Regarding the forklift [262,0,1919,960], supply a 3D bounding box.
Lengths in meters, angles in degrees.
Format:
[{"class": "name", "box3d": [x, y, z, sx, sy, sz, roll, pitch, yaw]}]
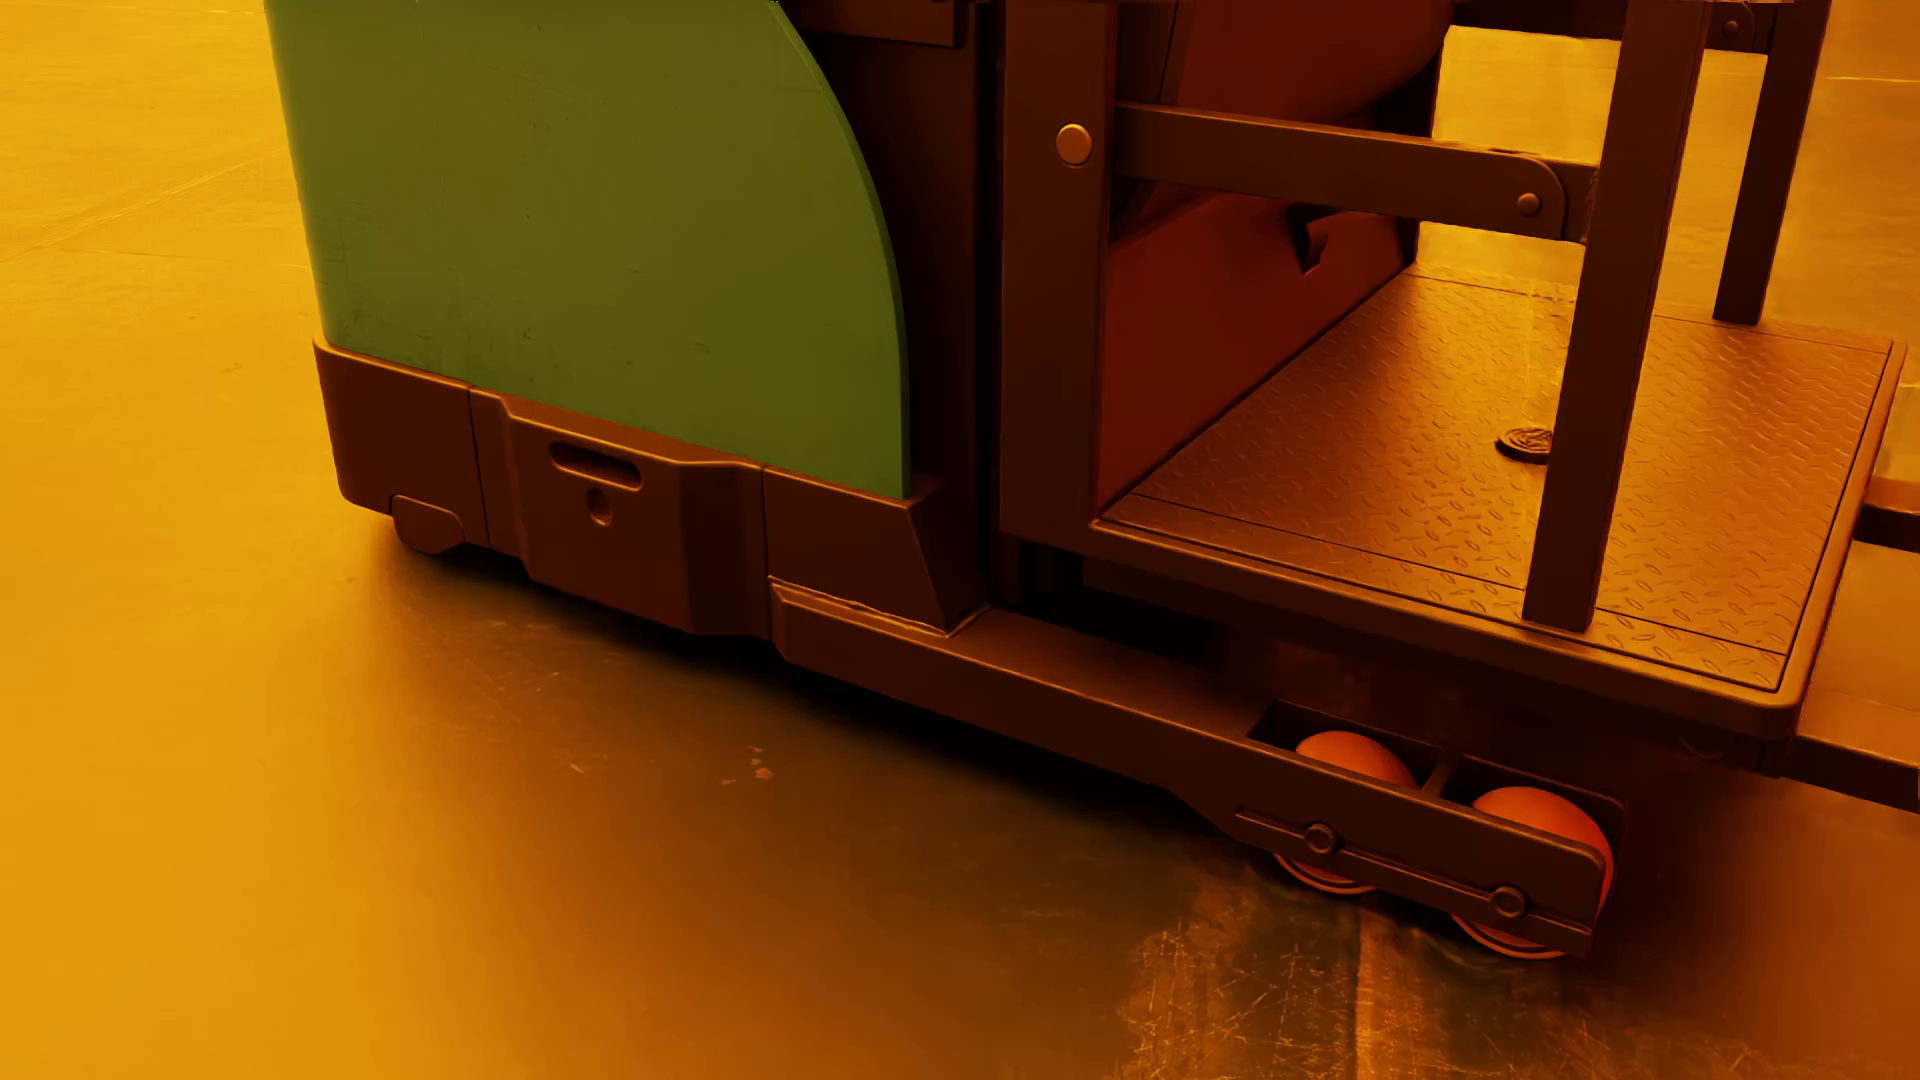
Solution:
[{"class": "forklift", "box3d": [0.589, -1.164, 1.552, 3.031, 2.935, 1.130, 15, 31, 28]}]
